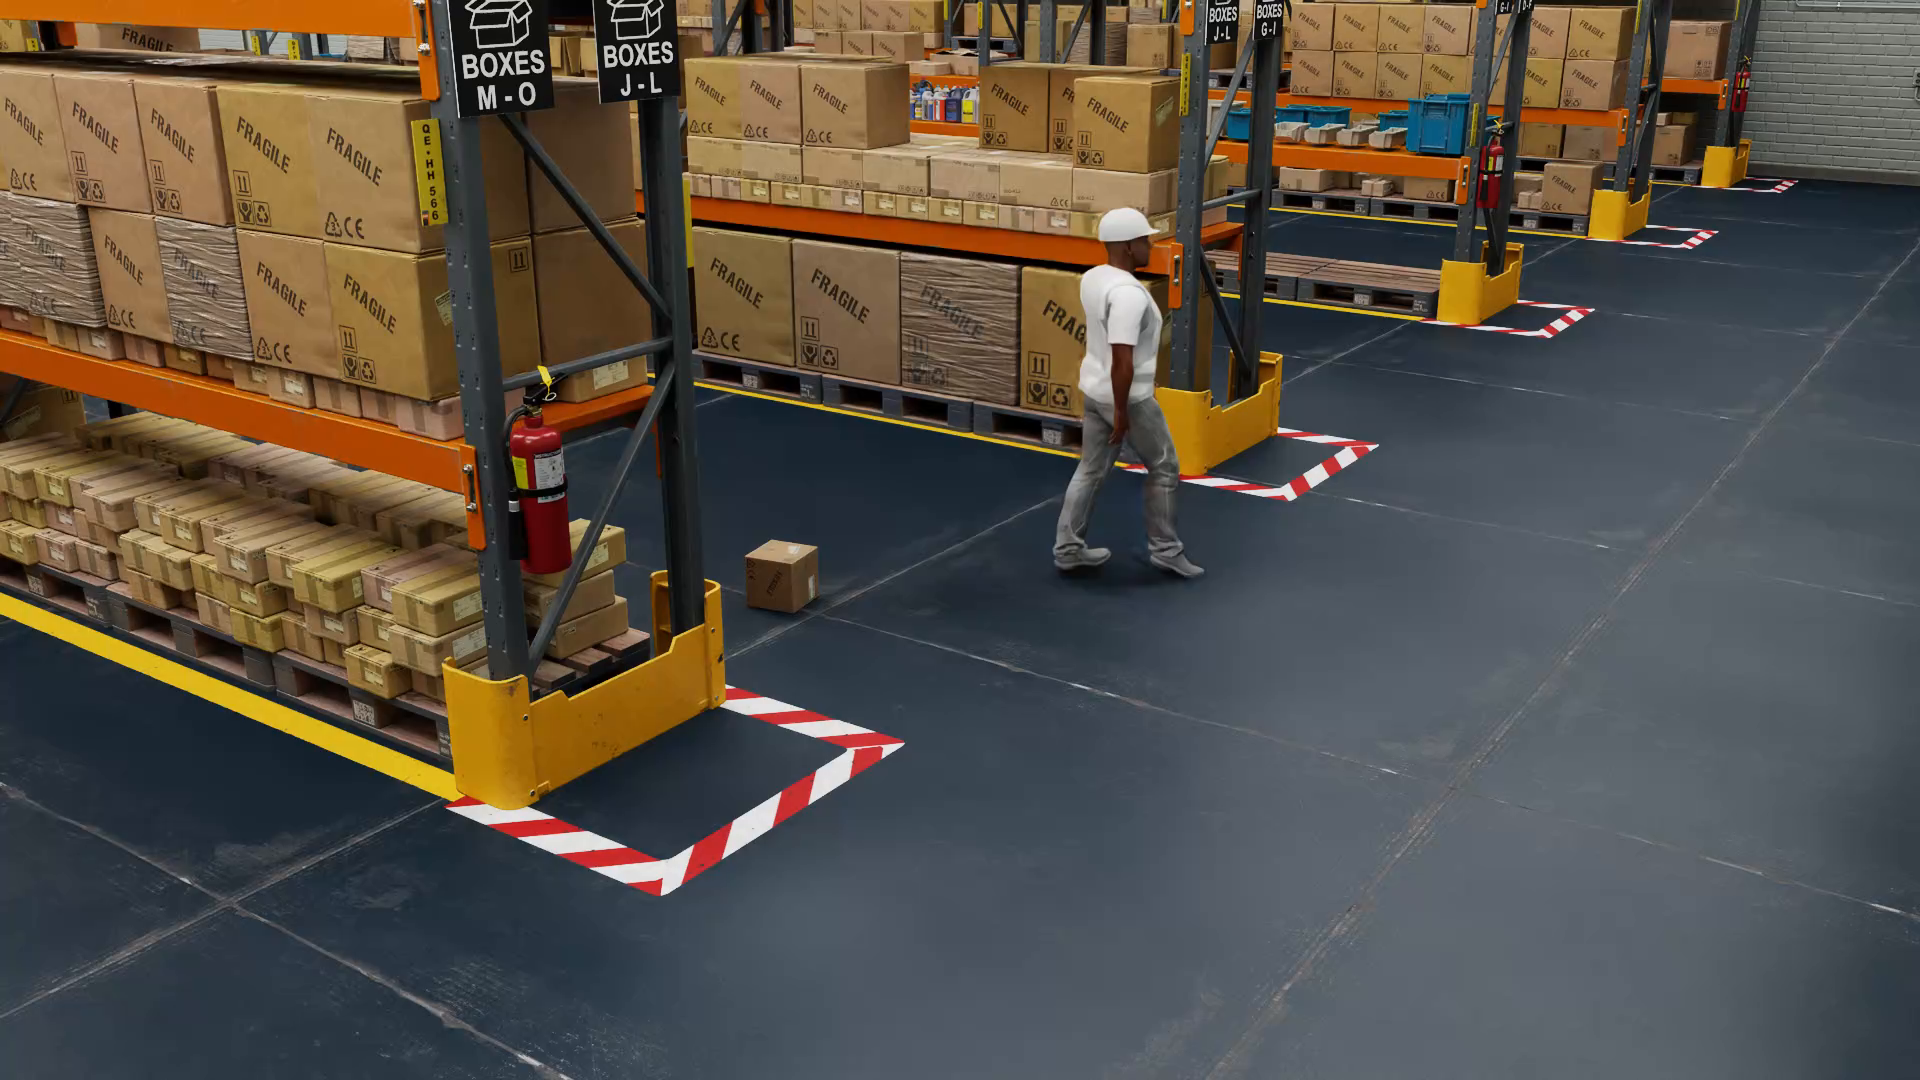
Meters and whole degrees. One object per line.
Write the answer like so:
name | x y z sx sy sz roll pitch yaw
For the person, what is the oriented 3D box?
person | 0.812 -0.675 7.946 0.742 1.806 0.583 -6 21 -17
